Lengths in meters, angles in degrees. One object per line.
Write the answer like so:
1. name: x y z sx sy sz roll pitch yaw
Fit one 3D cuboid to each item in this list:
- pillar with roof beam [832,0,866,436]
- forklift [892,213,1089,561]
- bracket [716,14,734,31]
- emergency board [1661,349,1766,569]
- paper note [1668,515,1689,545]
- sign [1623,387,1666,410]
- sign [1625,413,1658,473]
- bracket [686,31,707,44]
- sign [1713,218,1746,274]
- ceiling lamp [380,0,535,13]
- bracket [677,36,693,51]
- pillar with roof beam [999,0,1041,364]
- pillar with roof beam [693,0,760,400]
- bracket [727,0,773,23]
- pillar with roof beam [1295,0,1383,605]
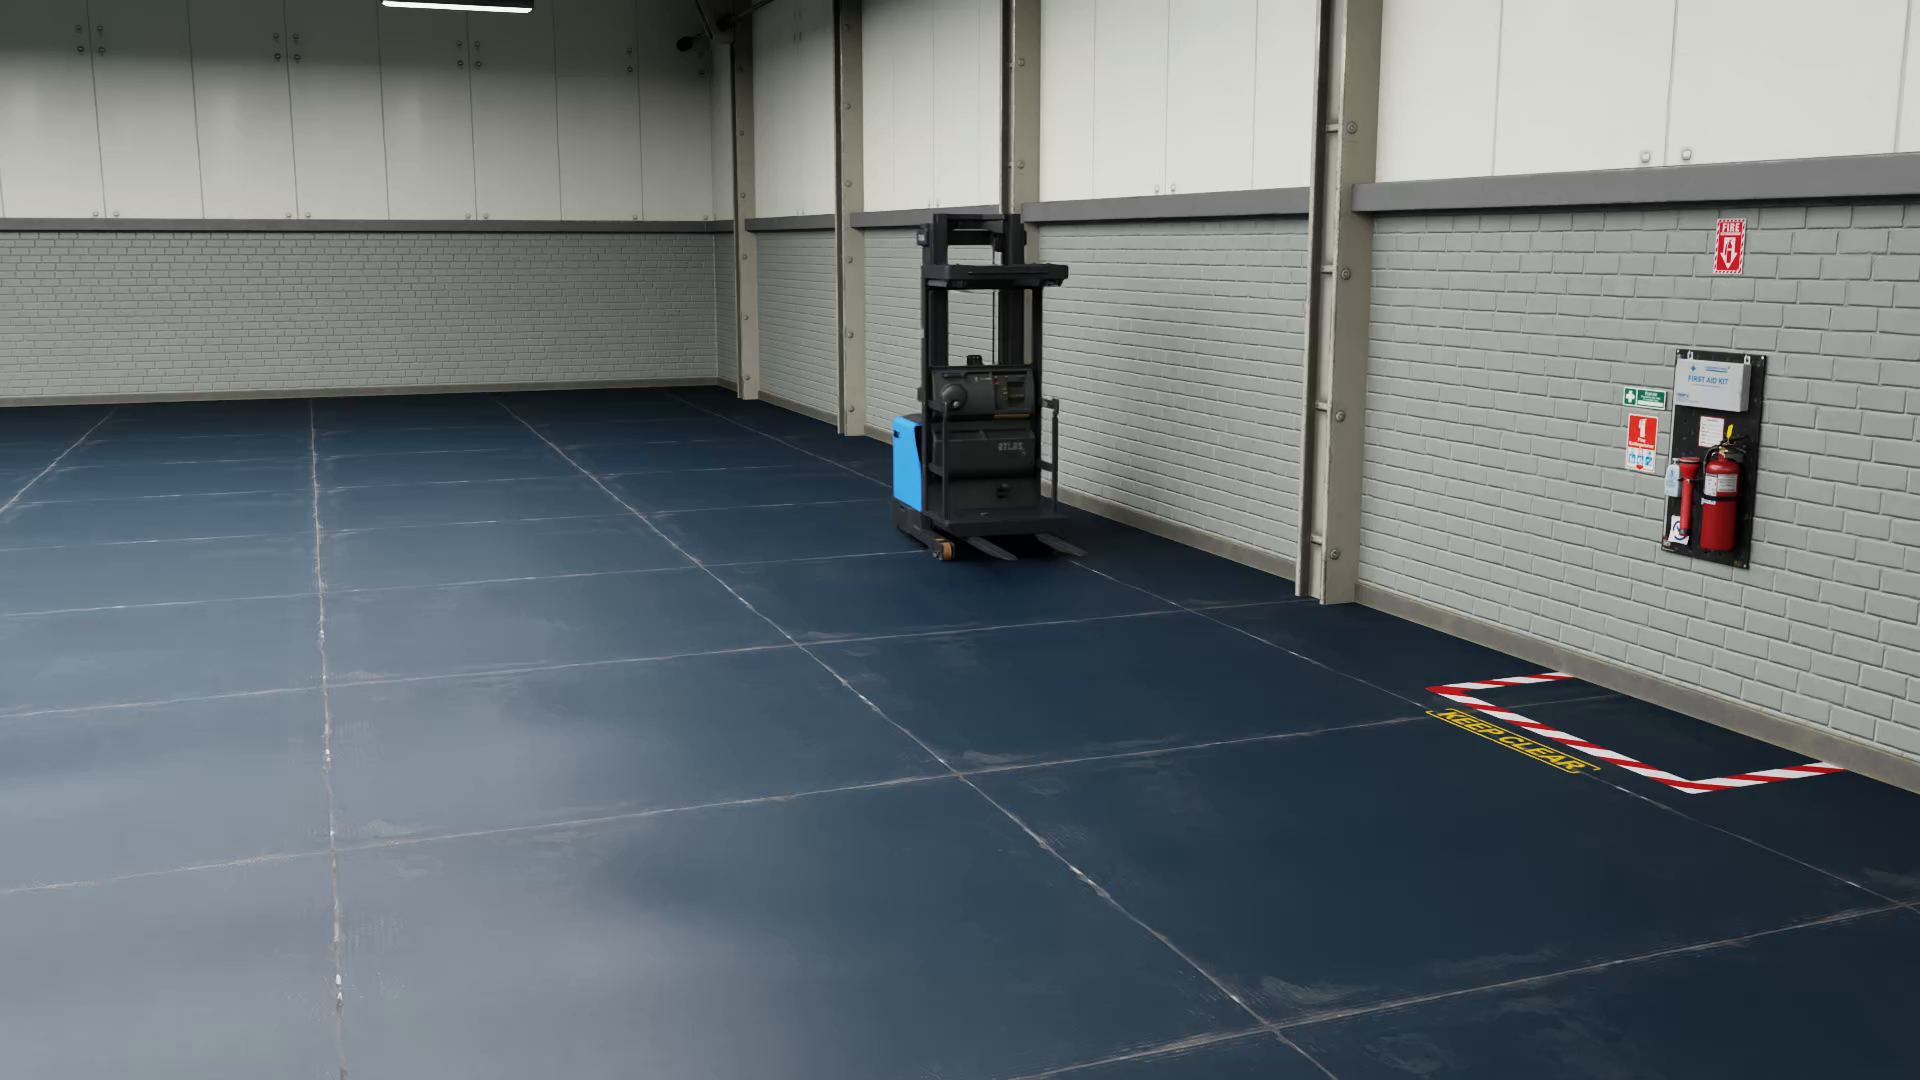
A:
1. pillar with roof beam: -5.554 -5.671 21.434 9.100 9.000 0.400 -4 11 -21
2. forklift: 0.269 -1.337 14.398 1.130 2.935 3.031 -3 11 -17
3. bracket: -3.897 -8.605 27.653 0.235 0.232 0.430 -4 11 -21
4. emergency board: 4.121 -0.458 9.259 0.194 1.169 0.643 -4 11 -21
5. paper note: 4.121 -0.058 9.523 0.016 0.148 0.142 -4 11 -21
6. sign: 4.010 -0.832 9.747 0.001 0.109 0.331 -4 11 -21
7. sign: 4.016 -0.572 9.800 0.001 0.329 0.234 -4 11 -21
8. bracket: -4.842 -9.031 30.047 0.076 0.066 3.189 -4 11 -21
9. sign: 4.211 -1.607 9.099 0.001 0.298 0.199 -4 11 -21
10. ceiling lamp: -6.939 -8.852 22.649 2.000 3.185 0.800 -4 11 -21
11. bracket: -5.056 -9.127 30.589 0.235 0.232 0.430 -4 11 -21
12. pillar with roof beam: -3.380 -4.691 15.928 9.100 9.000 0.400 -4 11 -21
13. pillar with roof beam: -7.729 -6.650 26.940 9.100 9.000 0.548 -4 11 -21
14. bracket: -2.963 -8.185 25.289 0.076 0.066 4.783 -4 11 -21
15. pillar with roof beam: -1.206 -3.712 10.422 9.100 9.000 0.400 -4 11 -21
